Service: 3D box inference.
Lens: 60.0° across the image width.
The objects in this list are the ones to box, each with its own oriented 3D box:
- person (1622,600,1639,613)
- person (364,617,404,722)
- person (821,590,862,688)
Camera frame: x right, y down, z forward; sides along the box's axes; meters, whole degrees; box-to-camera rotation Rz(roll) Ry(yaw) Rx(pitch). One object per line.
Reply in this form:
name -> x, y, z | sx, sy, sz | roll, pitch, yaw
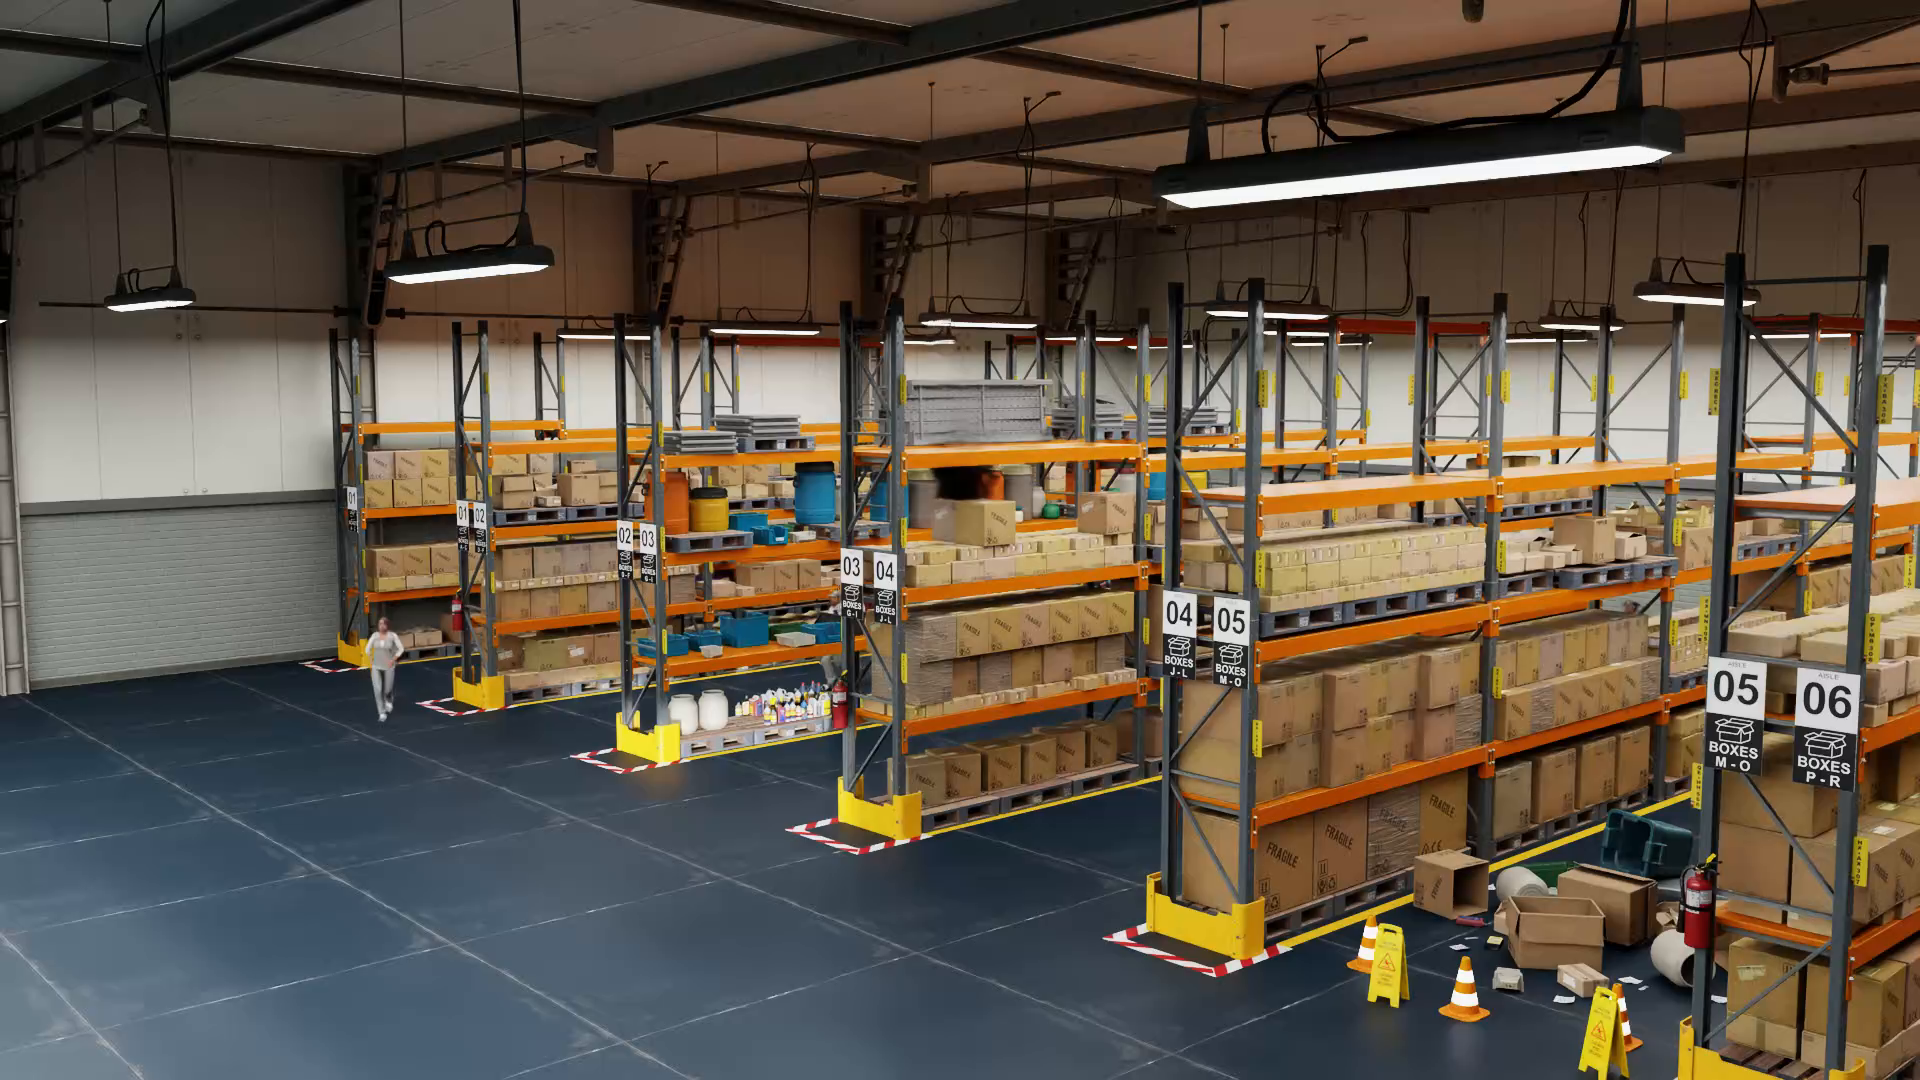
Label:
person -> 10.432, 1.792, 25.818 | 0.597, 1.764, 0.834 | 6, 8, 45
person -> -8.675, 1.941, 25.050 | 0.561, 1.570, 0.569 | -1, 6, -11
person -> -1.996, 1.643, 27.479 | 0.719, 1.648, 0.618 | -5, 7, -40
